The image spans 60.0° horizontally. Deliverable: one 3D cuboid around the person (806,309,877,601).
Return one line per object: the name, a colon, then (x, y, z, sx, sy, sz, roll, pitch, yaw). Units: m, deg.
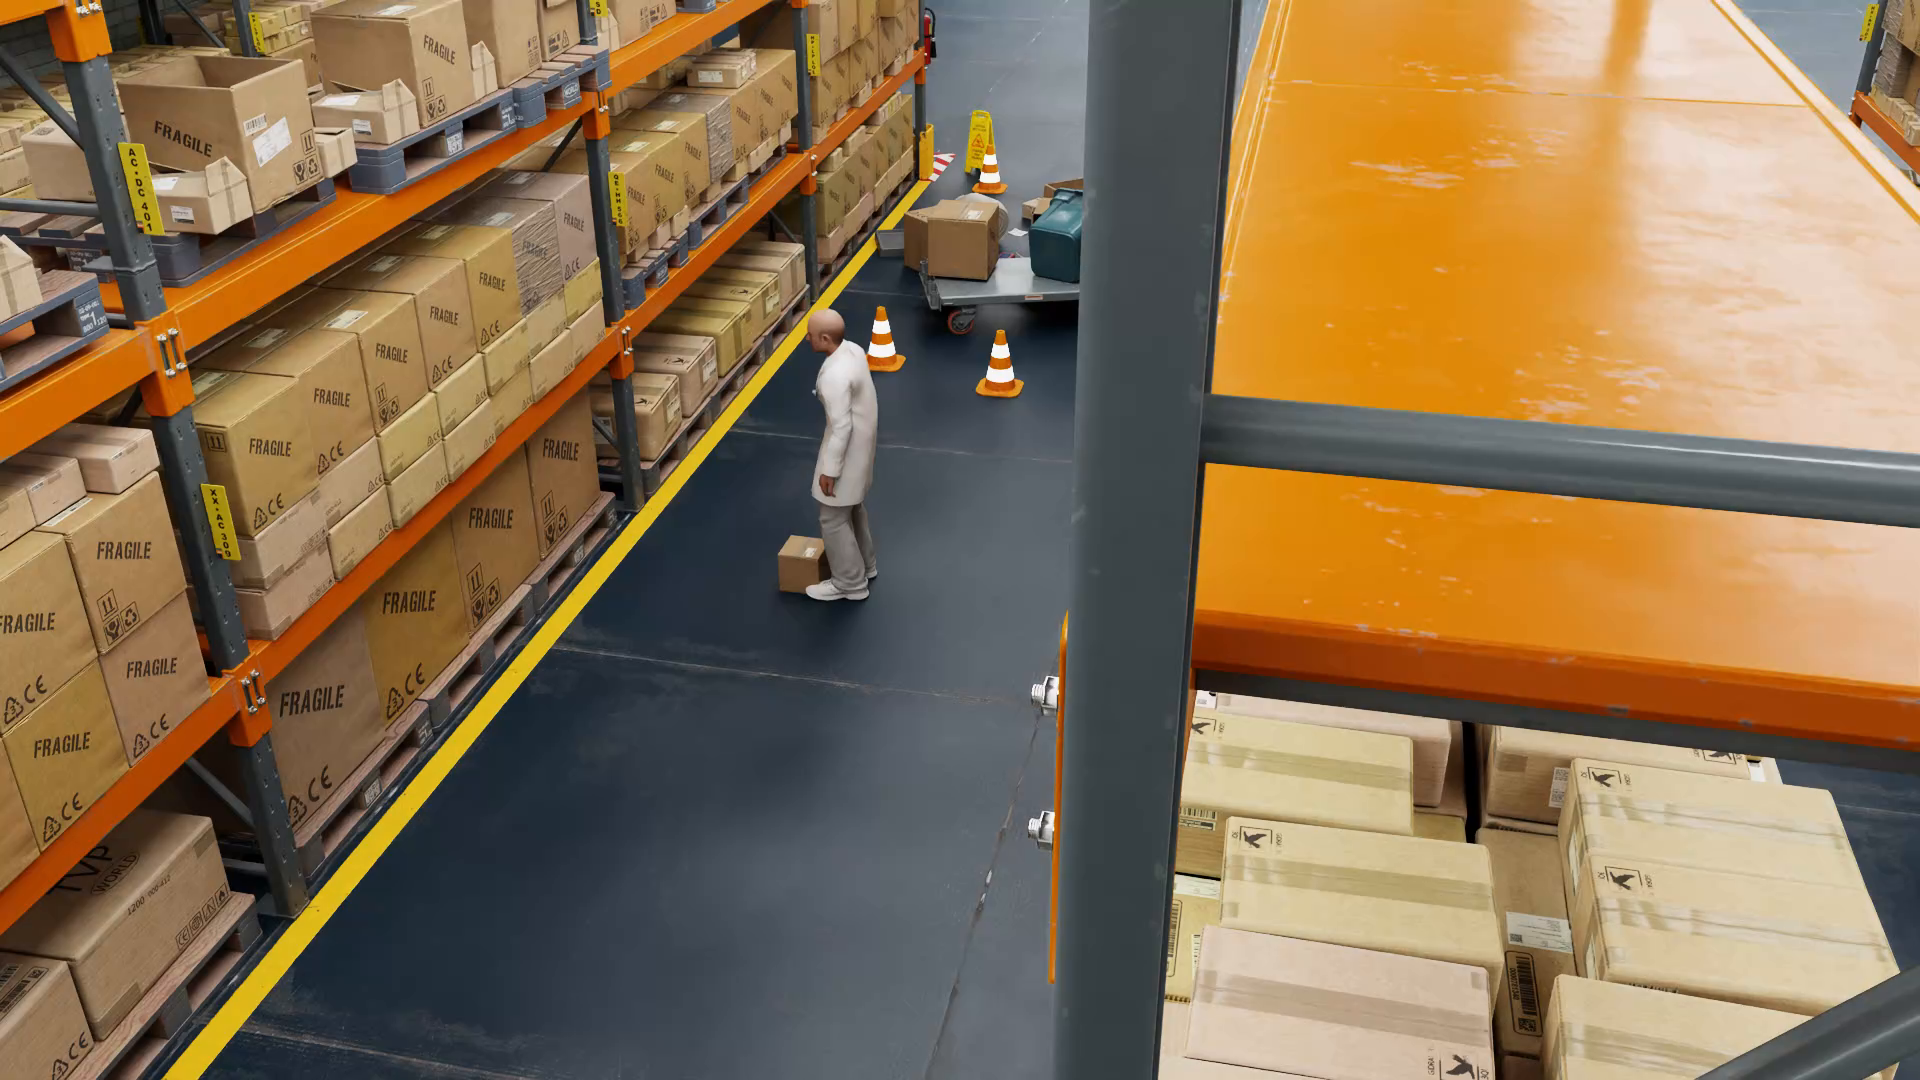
person: (-0.685, -0.491, 9.548, 0.429, 1.773, 0.650, 4, 29, 7)
